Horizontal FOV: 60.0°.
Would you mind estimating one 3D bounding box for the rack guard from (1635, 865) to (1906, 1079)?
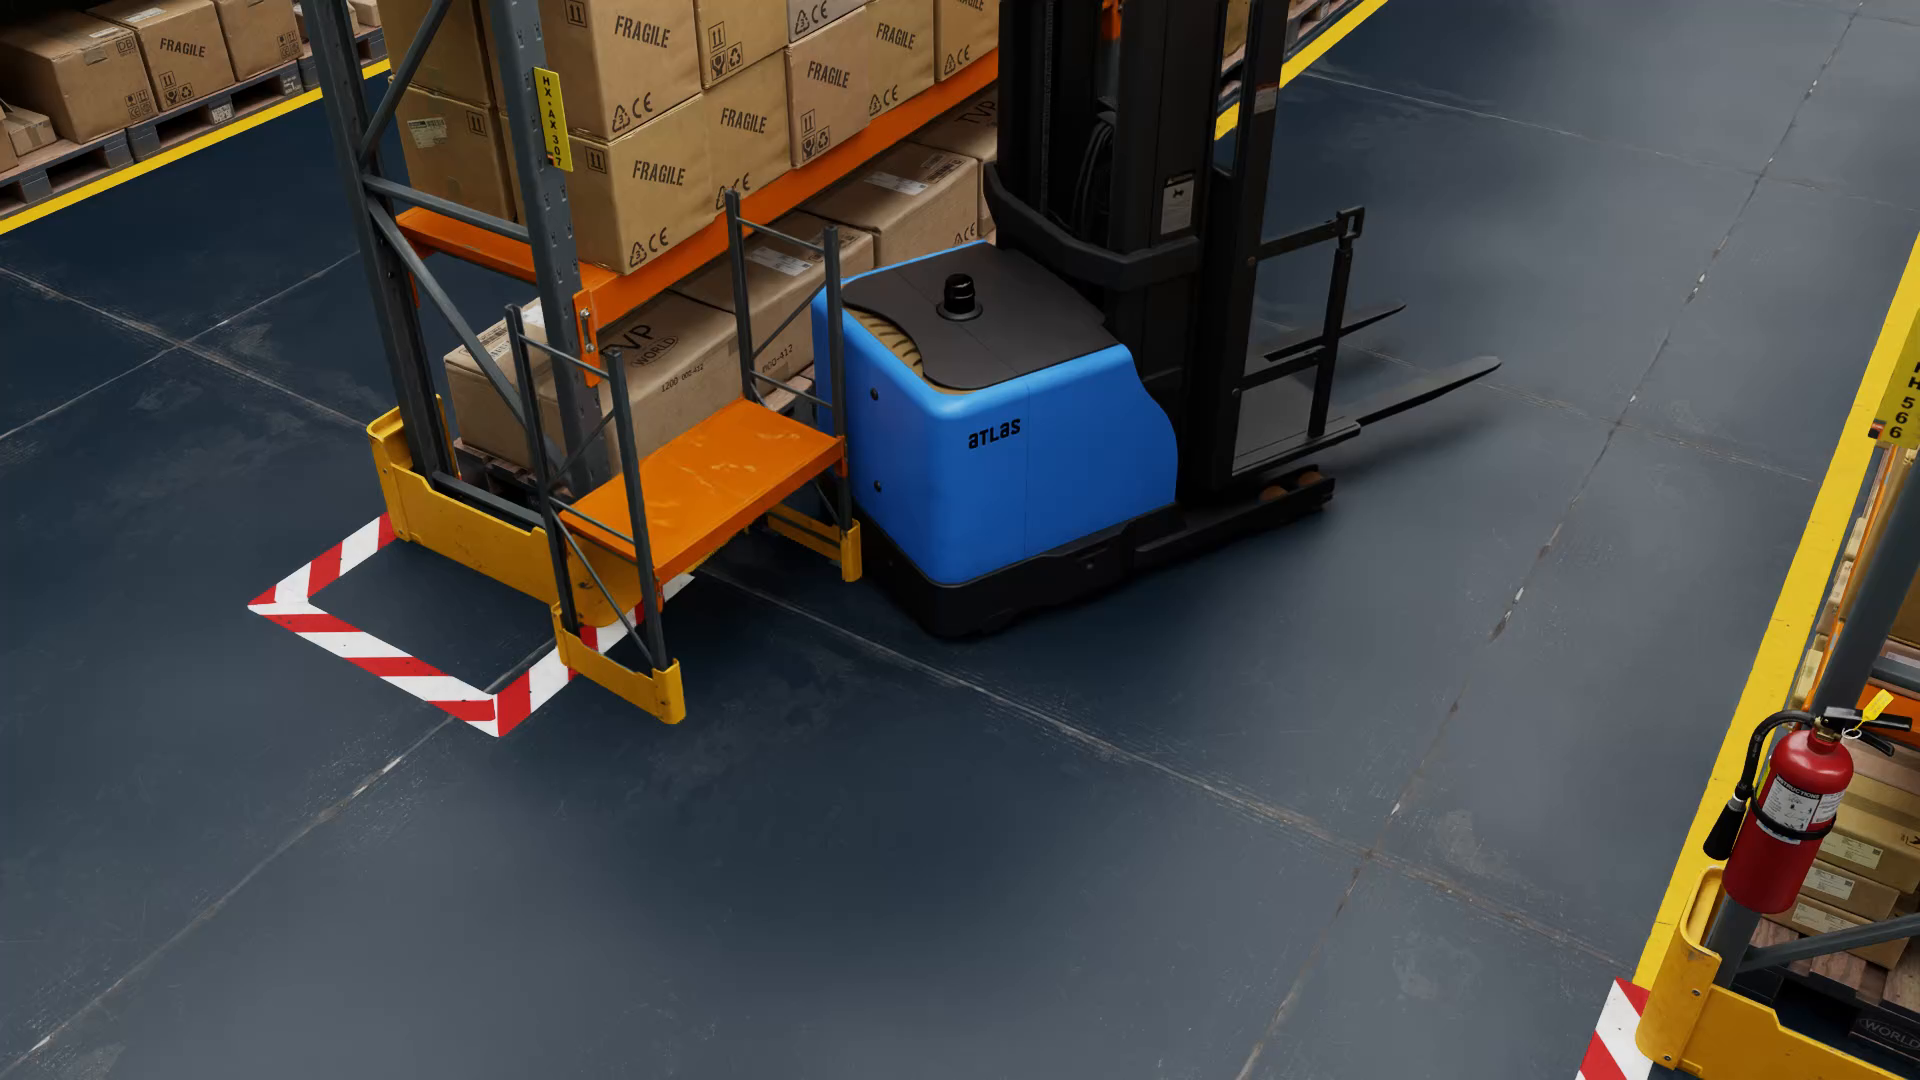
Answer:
[{"bbox_3d":[2.530,1.387,4.542,1.175,0.500,0.348,21,42,25],"label":"rack guard"}]

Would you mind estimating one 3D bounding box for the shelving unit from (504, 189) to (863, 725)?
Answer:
[{"bbox_3d":[-0.934,-0.303,5.914,0.587,1.500,1.083,24,44,28],"label":"shelving unit"}]

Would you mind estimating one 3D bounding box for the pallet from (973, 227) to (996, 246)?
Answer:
[{"bbox_3d":[-0.075,-1.722,8.812,1.003,0.211,1.213,21,42,25],"label":"pallet"}]

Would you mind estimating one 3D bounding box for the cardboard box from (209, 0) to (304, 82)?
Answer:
[{"bbox_3d":[-4.483,-3.177,10.117,0.700,0.500,0.500,20,42,23],"label":"cardboard box"}]

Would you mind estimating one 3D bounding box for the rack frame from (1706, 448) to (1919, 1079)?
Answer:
[{"bbox_3d":[2.489,0.436,3.728,1.000,3.000,0.127,21,42,25],"label":"rack frame"}]

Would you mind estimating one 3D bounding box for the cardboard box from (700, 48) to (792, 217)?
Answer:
[{"bbox_3d":[-0.997,-1.594,6.279,0.500,0.500,0.500,21,42,25],"label":"cardboard box"}]

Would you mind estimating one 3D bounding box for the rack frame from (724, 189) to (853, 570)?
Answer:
[{"bbox_3d":[-0.626,-0.557,6.243,0.500,1.500,0.032,24,44,28],"label":"rack frame"}]

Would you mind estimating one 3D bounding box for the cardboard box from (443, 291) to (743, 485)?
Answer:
[{"bbox_3d":[-1.475,-0.656,6.898,0.875,0.438,0.875,20,42,24],"label":"cardboard box"}]

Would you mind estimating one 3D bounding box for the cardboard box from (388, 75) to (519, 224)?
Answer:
[{"bbox_3d":[-1.710,-1.506,6.165,0.500,0.500,0.500,21,42,25],"label":"cardboard box"}]

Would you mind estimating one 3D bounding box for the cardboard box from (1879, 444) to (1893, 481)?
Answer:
[{"bbox_3d":[3.934,-0.298,6.671,0.380,0.149,0.250,21,42,25],"label":"cardboard box"}]

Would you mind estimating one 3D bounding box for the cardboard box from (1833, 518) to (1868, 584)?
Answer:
[{"bbox_3d":[3.352,0.099,5.913,0.380,0.149,0.250,22,43,26],"label":"cardboard box"}]

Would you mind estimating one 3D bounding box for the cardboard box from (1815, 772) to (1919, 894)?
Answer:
[{"bbox_3d":[2.559,0.807,4.750,0.380,0.149,0.250,22,43,26],"label":"cardboard box"}]

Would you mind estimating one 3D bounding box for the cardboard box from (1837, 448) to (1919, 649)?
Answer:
[{"bbox_3d":[2.513,-0.037,4.016,0.500,0.500,0.500,22,43,26],"label":"cardboard box"}]

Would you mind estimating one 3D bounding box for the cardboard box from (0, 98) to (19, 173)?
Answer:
[{"bbox_3d":[-5.530,-2.215,8.867,0.797,0.503,0.637,19,42,23],"label":"cardboard box"}]

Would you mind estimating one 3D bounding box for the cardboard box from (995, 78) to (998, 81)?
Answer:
[{"bbox_3d":[0.663,-2.864,9.405,0.875,0.875,0.875,23,43,26],"label":"cardboard box"}]

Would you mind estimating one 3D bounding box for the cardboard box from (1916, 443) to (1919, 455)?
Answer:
[{"bbox_3d":[2.524,-0.435,3.713,0.500,0.500,0.500,20,42,24],"label":"cardboard box"}]

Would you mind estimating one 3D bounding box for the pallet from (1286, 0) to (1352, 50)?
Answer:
[{"bbox_3d":[2.056,-3.769,11.466,1.003,0.211,1.213,21,42,25],"label":"pallet"}]

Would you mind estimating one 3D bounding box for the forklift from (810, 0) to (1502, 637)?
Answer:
[{"bbox_3d":[0.952,-1.472,6.259,3.031,2.935,1.130,-20,42,-24],"label":"forklift"}]

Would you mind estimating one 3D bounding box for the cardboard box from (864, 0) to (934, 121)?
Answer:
[{"bbox_3d":[-0.455,-2.114,6.954,0.500,0.500,0.500,23,43,27],"label":"cardboard box"}]

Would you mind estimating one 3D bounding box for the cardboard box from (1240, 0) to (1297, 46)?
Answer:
[{"bbox_3d":[1.620,-3.793,10.610,0.875,0.875,0.875,22,43,26],"label":"cardboard box"}]

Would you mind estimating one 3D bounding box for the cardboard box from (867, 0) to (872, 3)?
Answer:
[{"bbox_3d":[-0.440,-2.515,6.655,0.500,0.500,0.500,21,42,25],"label":"cardboard box"}]

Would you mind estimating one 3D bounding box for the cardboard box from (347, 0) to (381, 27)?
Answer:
[{"bbox_3d":[-3.845,-3.469,10.784,0.380,0.149,0.250,20,42,24],"label":"cardboard box"}]

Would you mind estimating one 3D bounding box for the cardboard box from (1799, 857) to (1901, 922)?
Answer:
[{"bbox_3d":[2.531,0.915,4.853,0.380,0.149,0.250,20,42,24],"label":"cardboard box"}]

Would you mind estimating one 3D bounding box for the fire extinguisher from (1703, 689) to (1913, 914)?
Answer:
[{"bbox_3d":[1.965,0.593,3.893,0.296,0.674,0.183,21,42,25],"label":"fire extinguisher"}]

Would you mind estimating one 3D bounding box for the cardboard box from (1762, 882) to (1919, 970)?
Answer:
[{"bbox_3d":[2.595,1.059,4.910,0.380,0.149,0.250,22,43,26],"label":"cardboard box"}]

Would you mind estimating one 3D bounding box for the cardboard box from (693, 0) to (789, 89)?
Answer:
[{"bbox_3d":[-0.976,-1.990,5.973,0.500,0.500,0.500,20,42,24],"label":"cardboard box"}]

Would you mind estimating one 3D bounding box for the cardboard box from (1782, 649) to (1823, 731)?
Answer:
[{"bbox_3d":[2.774,0.521,5.121,0.380,0.149,0.250,20,42,24],"label":"cardboard box"}]

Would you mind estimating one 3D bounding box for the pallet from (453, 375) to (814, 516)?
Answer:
[{"bbox_3d":[-1.382,-0.465,7.180,1.003,0.211,1.213,21,42,25],"label":"pallet"}]

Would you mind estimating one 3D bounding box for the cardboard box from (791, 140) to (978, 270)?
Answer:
[{"bbox_3d":[-0.508,-1.595,8.116,0.875,0.438,0.875,20,42,24],"label":"cardboard box"}]

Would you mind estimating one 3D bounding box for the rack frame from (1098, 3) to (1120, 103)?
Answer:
[{"bbox_3d":[0.399,-3.193,8.435,1.000,3.000,0.127,21,42,25],"label":"rack frame"}]

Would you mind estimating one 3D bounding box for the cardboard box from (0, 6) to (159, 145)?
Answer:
[{"bbox_3d":[-5.039,-2.642,9.423,0.700,0.500,0.500,23,43,27],"label":"cardboard box"}]

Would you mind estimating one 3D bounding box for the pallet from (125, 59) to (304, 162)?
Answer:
[{"bbox_3d":[-4.816,-2.725,10.113,1.003,0.211,1.213,21,42,25],"label":"pallet"}]

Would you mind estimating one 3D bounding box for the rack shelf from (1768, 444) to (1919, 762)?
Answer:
[{"bbox_3d":[3.561,-0.310,5.285,1.077,0.370,4.000,21,42,25],"label":"rack shelf"}]

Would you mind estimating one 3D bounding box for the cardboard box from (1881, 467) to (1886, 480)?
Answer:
[{"bbox_3d":[3.656,-0.274,6.152,0.380,0.149,0.250,22,43,26],"label":"cardboard box"}]

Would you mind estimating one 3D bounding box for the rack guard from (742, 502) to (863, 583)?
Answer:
[{"bbox_3d":[-0.638,-0.052,6.613,0.587,0.250,0.087,24,44,28],"label":"rack guard"}]

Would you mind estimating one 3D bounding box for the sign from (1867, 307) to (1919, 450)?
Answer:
[{"bbox_3d":[2.031,-0.340,3.527,0.100,0.325,0.005,21,42,25],"label":"sign"}]

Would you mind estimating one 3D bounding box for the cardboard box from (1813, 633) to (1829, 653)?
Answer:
[{"bbox_3d":[3.075,0.376,5.553,0.380,0.149,0.250,22,43,26],"label":"cardboard box"}]
